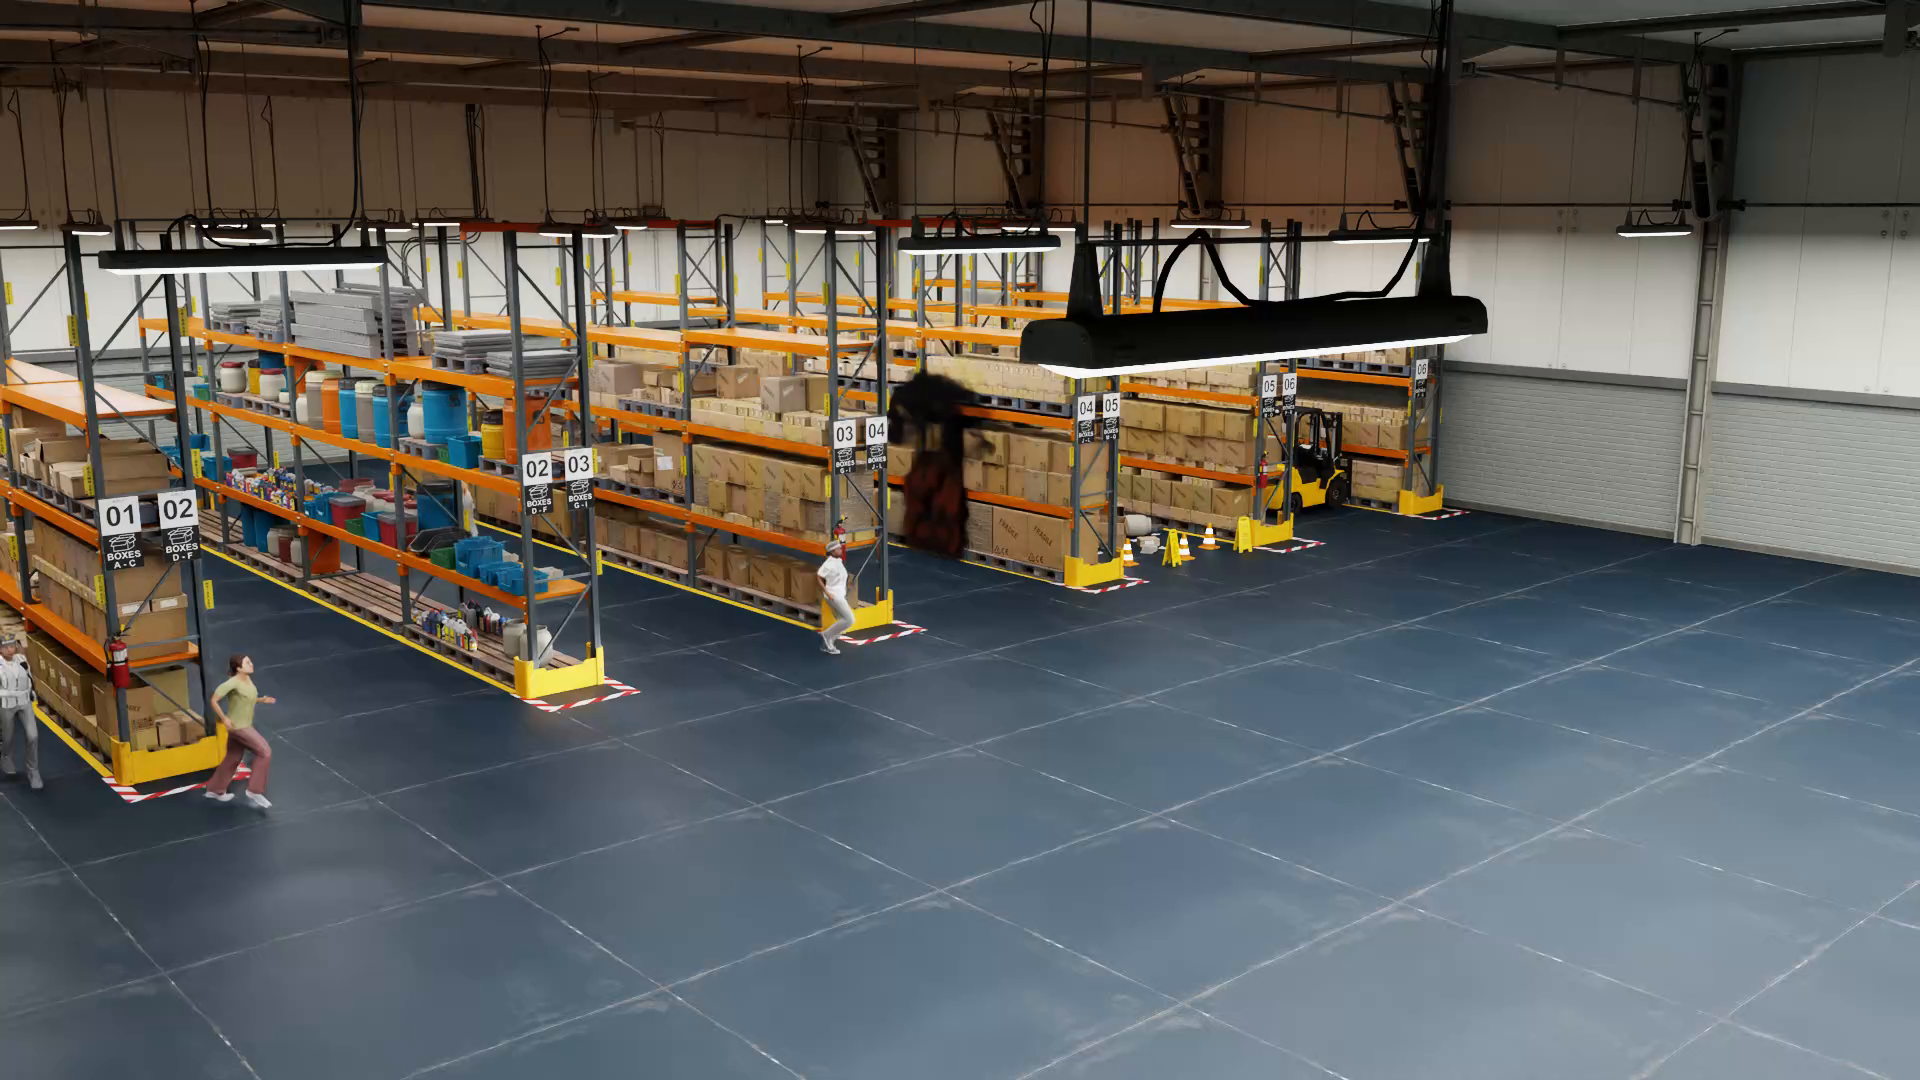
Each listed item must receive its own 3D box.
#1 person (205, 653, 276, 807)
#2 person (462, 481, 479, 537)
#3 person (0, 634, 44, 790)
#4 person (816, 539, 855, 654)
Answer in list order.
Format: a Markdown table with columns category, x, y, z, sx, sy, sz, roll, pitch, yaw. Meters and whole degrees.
| category | x | y | z | sx | sy | sz | roll | pitch | yaw |
| --- | --- | --- | --- | --- | --- | --- | --- | --- | --- |
| person | -7.687 | 2.019 | 17.702 | 0.781 | 1.696 | 0.543 | -2 | 12 | -10 |
| person | -8.660 | -0.252 | 28.966 | 0.762 | 1.711 | 0.550 | 10 | 15 | 40 |
| person | -10.477 | 1.862 | 18.366 | 0.832 | 1.744 | 0.587 | 10 | 15 | 42 |
| person | -1.743 | 0.805 | 23.718 | 0.534 | 1.655 | 0.575 | 1 | 11 | 6 |
